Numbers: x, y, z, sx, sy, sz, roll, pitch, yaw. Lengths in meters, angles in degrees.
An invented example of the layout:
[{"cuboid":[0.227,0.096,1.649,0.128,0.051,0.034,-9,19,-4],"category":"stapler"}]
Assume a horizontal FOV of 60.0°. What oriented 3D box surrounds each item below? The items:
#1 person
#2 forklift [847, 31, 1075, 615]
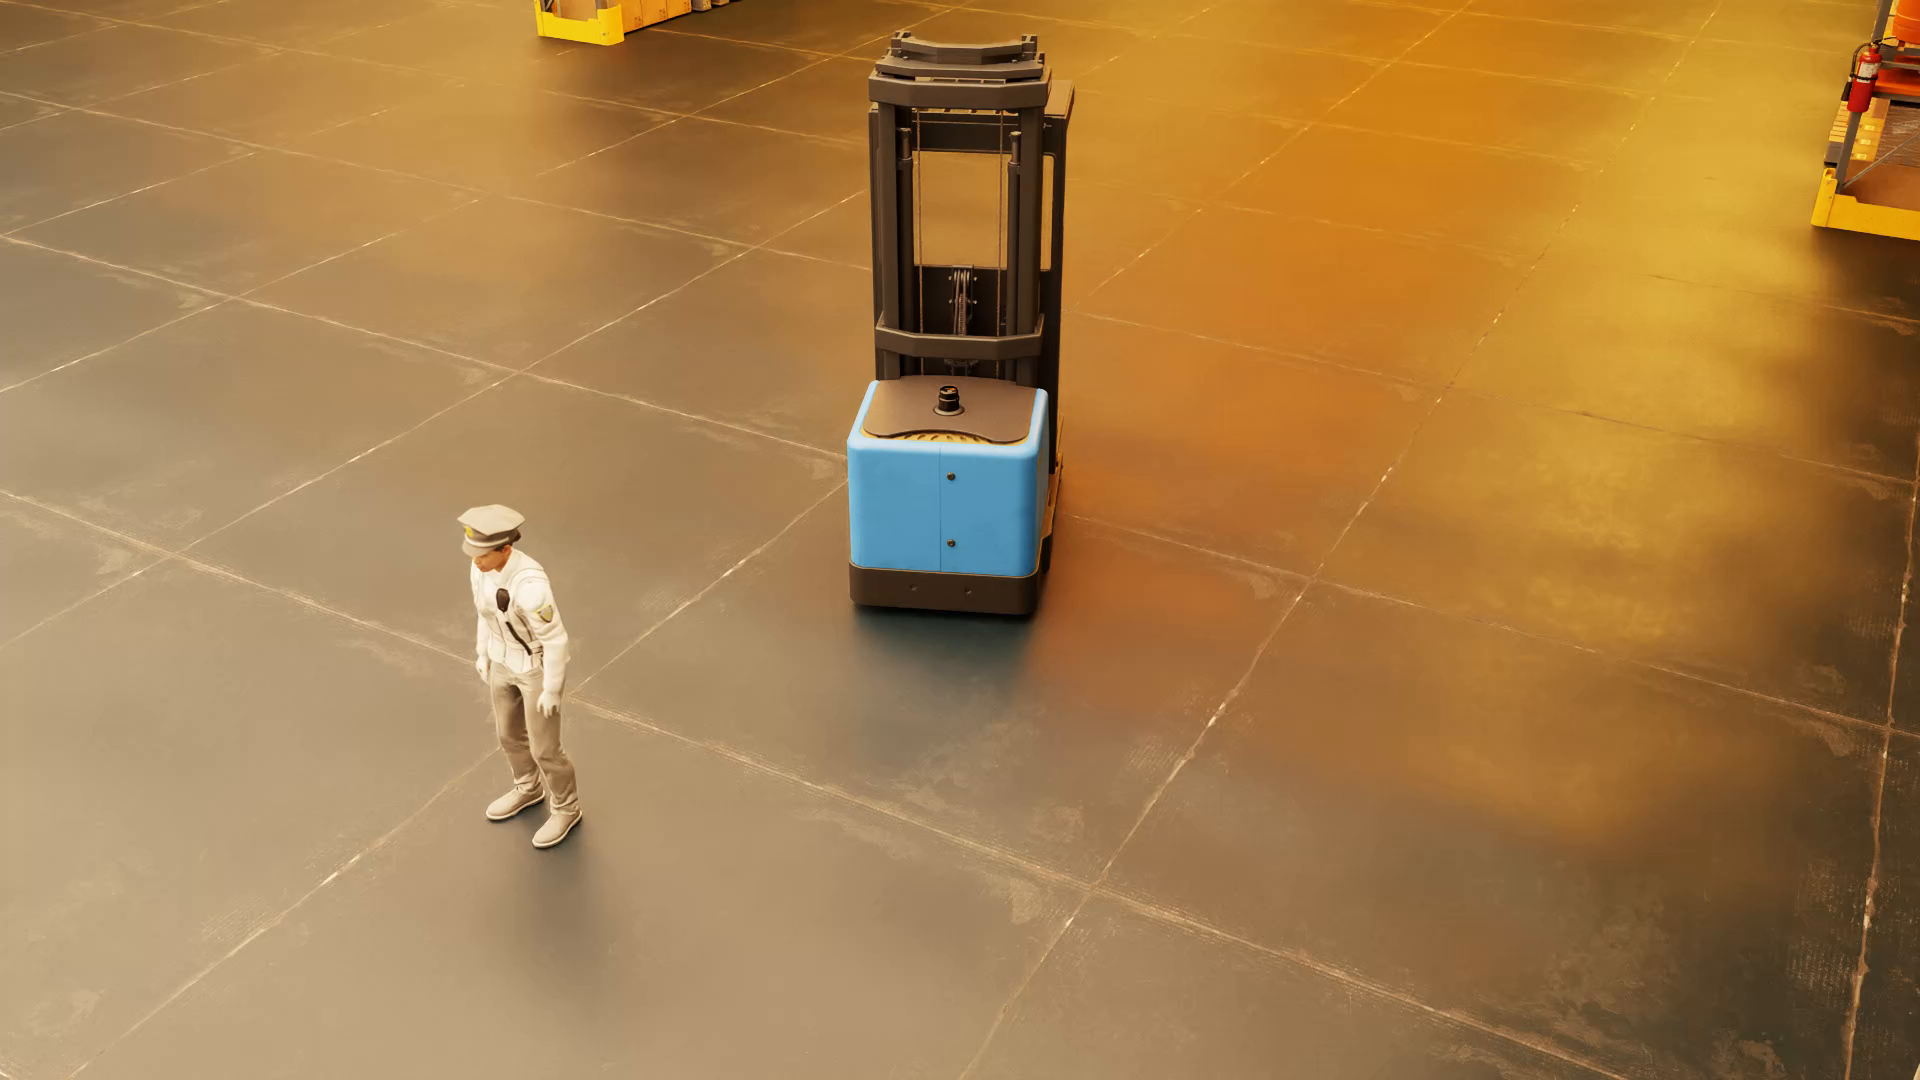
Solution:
[{"cuboid":[-1.928,0.582,7.333,0.529,1.664,0.376,21,36,32],"category":"person"},{"cuboid":[0.072,-1.572,9.794,1.130,2.935,3.031,3,30,6],"category":"forklift"}]
